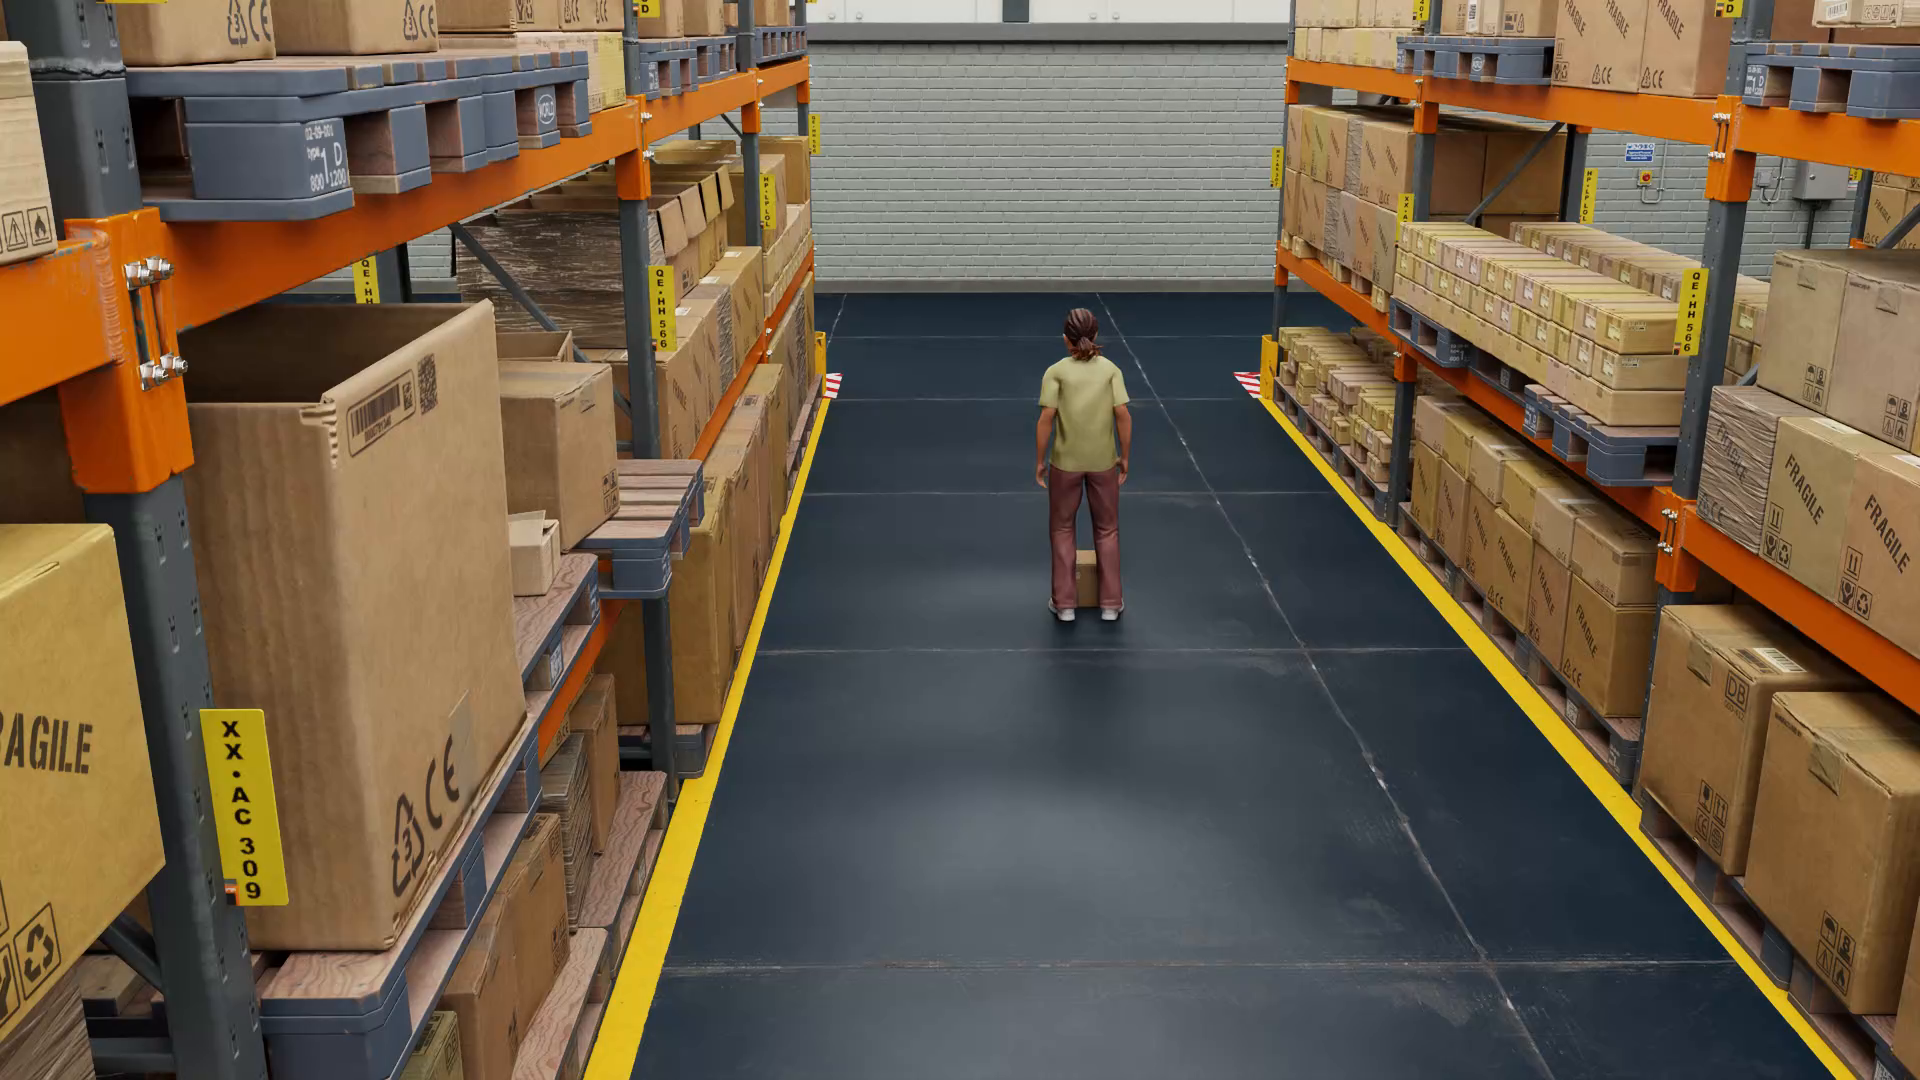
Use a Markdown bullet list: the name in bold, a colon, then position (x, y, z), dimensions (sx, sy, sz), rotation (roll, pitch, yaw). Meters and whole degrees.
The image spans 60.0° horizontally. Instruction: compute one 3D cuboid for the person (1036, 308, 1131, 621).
- **person**: position (0.652, -0.392, 8.817), dimensions (0.521, 1.672, 0.365), rotation (-1, 17, -4)
